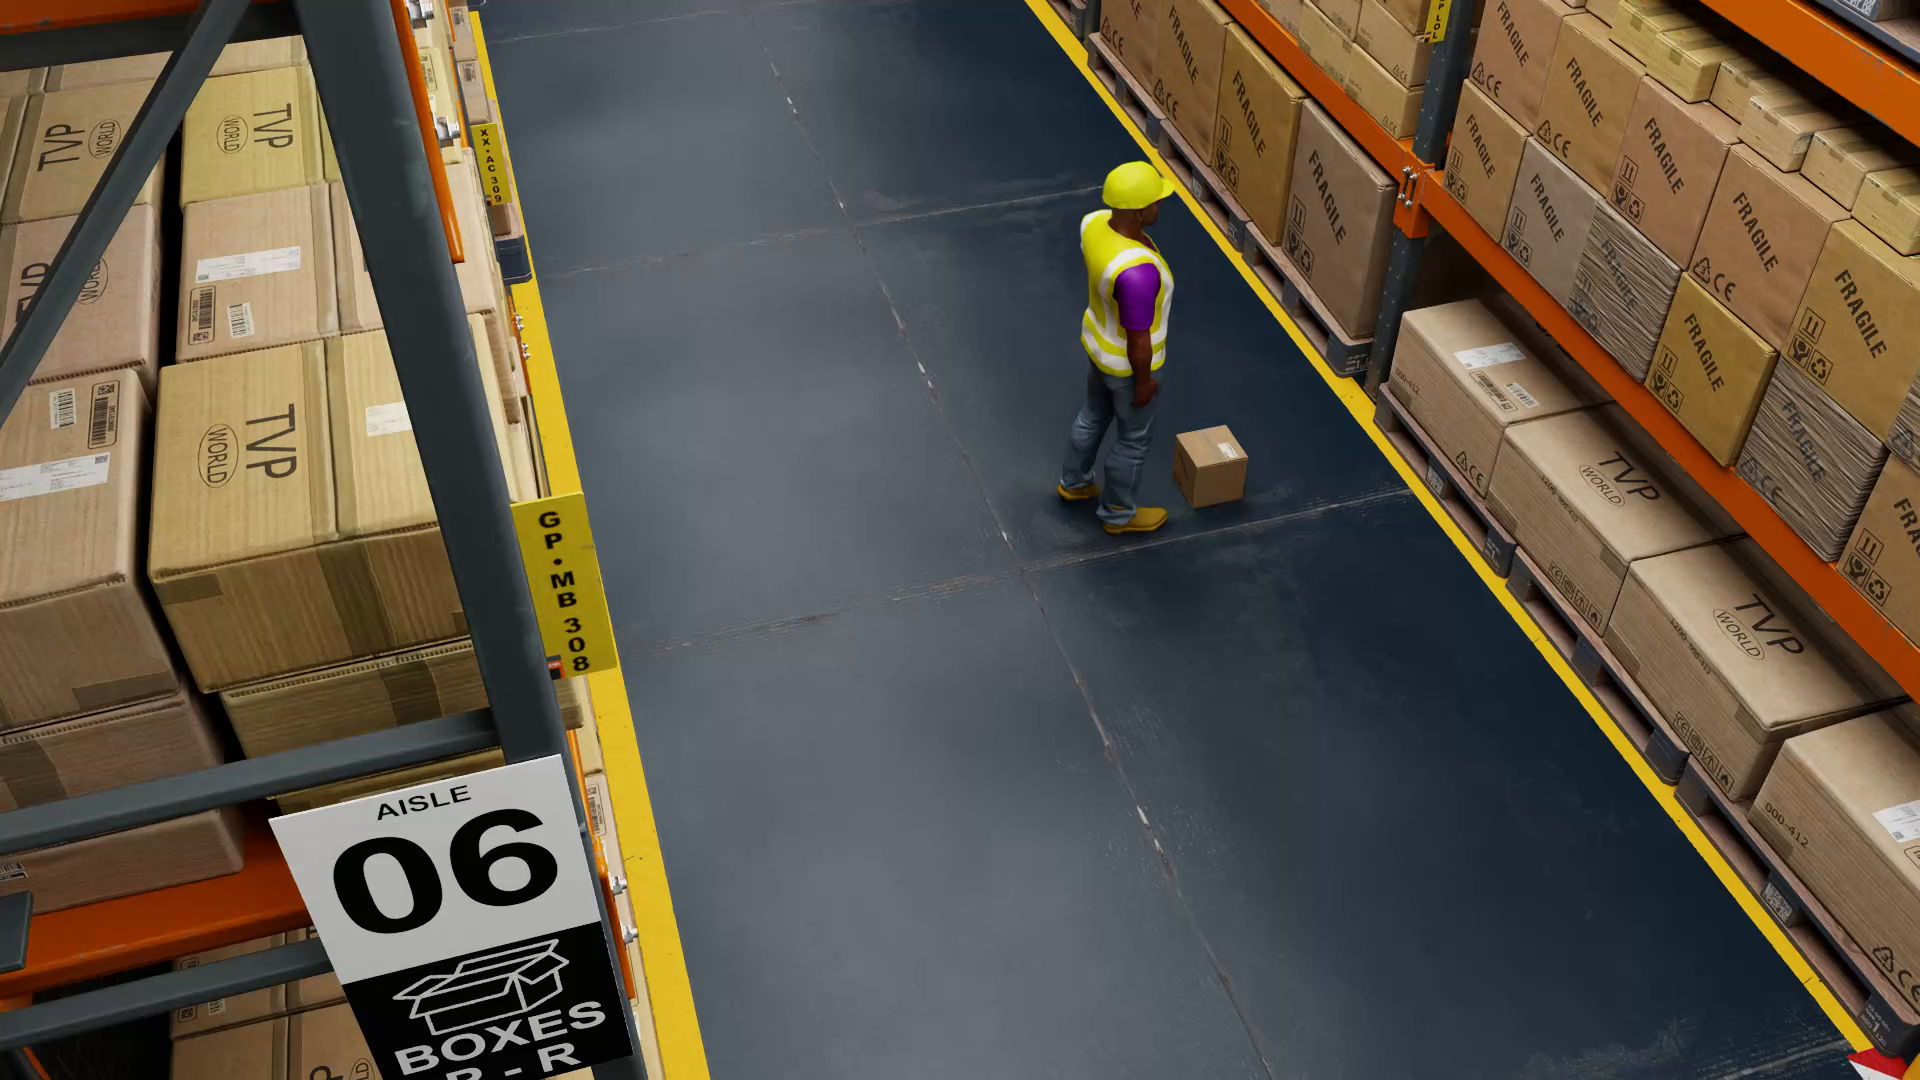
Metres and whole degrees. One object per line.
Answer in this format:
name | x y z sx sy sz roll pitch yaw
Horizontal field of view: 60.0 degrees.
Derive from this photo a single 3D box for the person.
person | 0.692 -0.778 7.059 0.432 1.833 0.567 -11 43 -12
